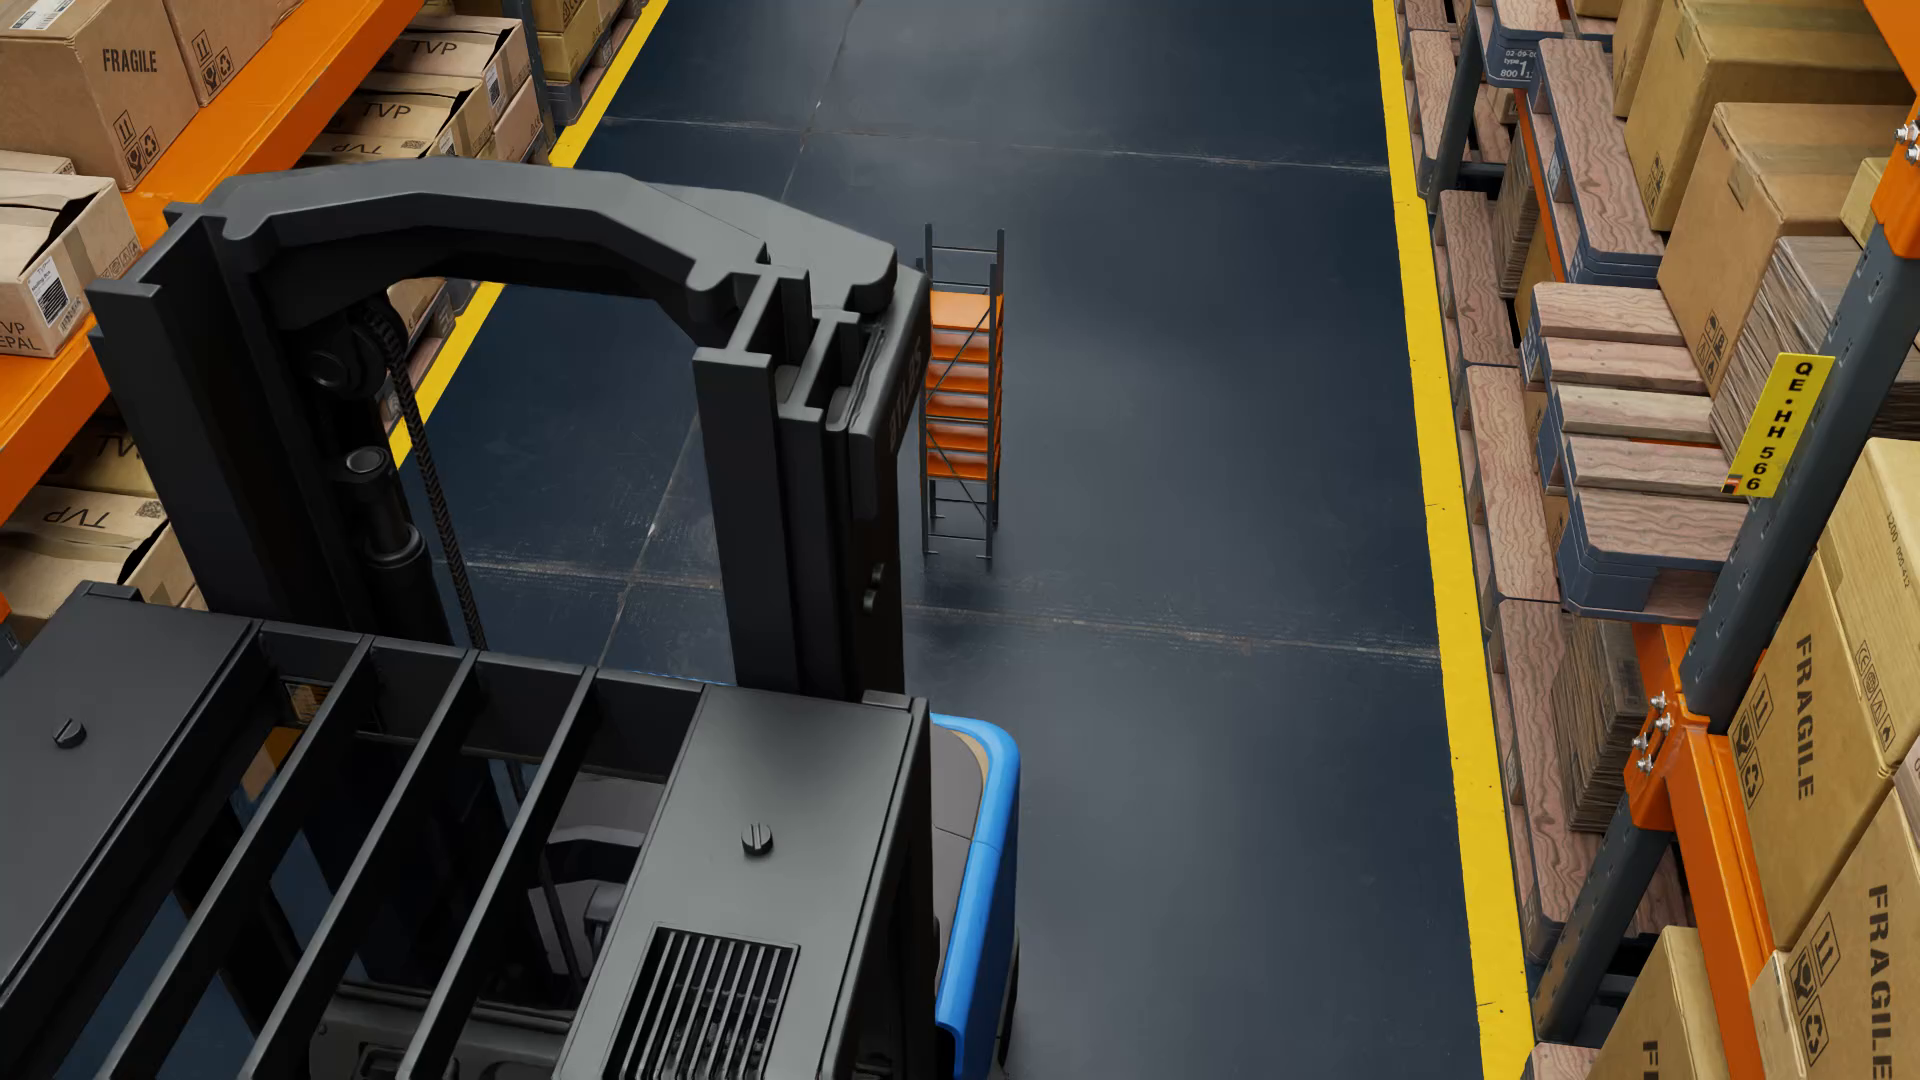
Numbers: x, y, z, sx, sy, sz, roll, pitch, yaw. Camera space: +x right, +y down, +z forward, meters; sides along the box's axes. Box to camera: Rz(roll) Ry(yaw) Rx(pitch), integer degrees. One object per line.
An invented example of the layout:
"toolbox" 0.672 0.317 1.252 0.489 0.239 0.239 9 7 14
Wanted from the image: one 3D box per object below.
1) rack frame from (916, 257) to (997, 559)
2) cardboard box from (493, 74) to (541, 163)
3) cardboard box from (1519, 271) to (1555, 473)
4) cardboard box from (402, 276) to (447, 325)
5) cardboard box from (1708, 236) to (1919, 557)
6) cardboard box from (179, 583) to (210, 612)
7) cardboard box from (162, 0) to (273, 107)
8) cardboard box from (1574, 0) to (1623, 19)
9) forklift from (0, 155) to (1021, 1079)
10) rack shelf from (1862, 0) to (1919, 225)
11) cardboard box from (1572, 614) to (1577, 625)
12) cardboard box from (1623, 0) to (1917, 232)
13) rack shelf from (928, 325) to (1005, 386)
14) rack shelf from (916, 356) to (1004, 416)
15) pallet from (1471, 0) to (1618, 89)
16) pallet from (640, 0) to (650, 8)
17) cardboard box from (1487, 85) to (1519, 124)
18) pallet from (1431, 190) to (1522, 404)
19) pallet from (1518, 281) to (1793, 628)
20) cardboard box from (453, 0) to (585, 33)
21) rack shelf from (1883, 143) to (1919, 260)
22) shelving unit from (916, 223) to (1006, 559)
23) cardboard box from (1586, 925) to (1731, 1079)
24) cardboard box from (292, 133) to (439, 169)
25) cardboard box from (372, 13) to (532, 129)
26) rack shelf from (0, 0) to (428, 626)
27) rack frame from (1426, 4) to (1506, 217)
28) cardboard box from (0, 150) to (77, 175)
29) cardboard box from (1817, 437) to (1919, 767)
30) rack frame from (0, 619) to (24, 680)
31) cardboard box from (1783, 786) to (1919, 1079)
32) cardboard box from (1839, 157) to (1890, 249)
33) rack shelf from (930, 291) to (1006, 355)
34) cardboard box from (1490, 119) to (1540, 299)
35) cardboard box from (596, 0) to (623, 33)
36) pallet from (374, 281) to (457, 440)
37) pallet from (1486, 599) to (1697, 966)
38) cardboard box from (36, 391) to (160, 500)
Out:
"rack frame" -0.010 -0.383 5.282 0.240 1.200 0.006 5 44 6
"cardboard box" -2.136 -1.786 7.149 0.500 0.250 0.500 5 44 5
"cardboard box" 2.335 -0.542 5.639 0.700 0.500 0.500 6 44 6
"cardboard box" -2.272 -1.093 6.417 0.500 0.250 0.500 6 44 6
"cardboard box" 2.065 -0.285 3.476 0.700 0.500 0.500 1 43 1
"cardboard box" -2.537 0.300 4.945 0.500 0.250 0.500 5 44 5
"cardboard box" -2.622 -1.755 5.349 0.500 0.500 0.500 5 44 6
"cardboard box" 2.360 -1.966 5.252 0.700 0.500 0.500 9 44 10
"forklift" -0.623 1.069 2.489 1.130 2.935 3.031 7 44 8
"rack shelf" 2.278 -1.959 3.978 1.077 0.370 4.000 5 44 6
"cardboard box" 2.240 0.144 4.914 0.700 0.500 0.500 5 44 5
"cardboard box" 2.208 -1.136 4.375 0.700 0.500 0.500 5 44 6
"rack shelf" 0.002 -0.588 5.213 0.258 0.103 0.180 5 44 6
"rack shelf" 0.002 -0.500 5.296 0.258 0.103 0.180 5 44 6
"pallet" 2.297 -1.916 5.732 1.003 0.211 1.213 5 44 6
"pallet" -2.063 -3.301 9.082 1.003 0.211 1.213 5 44 6
"cardboard box" 2.583 -1.992 7.413 0.380 0.166 0.250 0 43 0
"pallet" 2.441 -0.950 6.600 1.003 0.211 1.213 5 44 6
"pallet" 2.002 -0.193 3.912 1.213 0.211 1.003 5 44 6
"cardboard box" -1.997 -2.655 7.522 0.500 0.500 0.500 5 44 6
"rack shelf" 1.749 0.768 1.099 1.077 0.370 4.000 5 44 6
"shelving unit" 0.002 -0.446 5.348 0.258 1.200 0.189 5 44 6
"cardboard box" 1.786 1.350 3.401 0.750 0.750 0.750 5 44 5
"cardboard box" -2.269 -1.302 6.230 0.500 0.311 0.500 5 44 5
"cardboard box" -2.138 -1.997 6.964 0.500 0.311 0.500 5 44 6
"rack shelf" -2.633 -1.317 5.483 1.077 0.370 4.000 5 44 6
"rack frame" 2.542 -2.494 6.202 1.000 3.000 0.127 5 44 6
"cardboard box" -2.785 -0.998 4.805 0.380 0.149 0.250 8 44 9
"cardboard box" 1.694 0.114 2.599 0.500 0.250 0.500 6 44 7
"rack frame" -2.898 -0.215 3.796 1.000 3.000 0.127 5 44 6
"cardboard box" 1.617 0.745 2.478 0.500 0.500 0.500 7 44 7
"cardboard box" 2.057 -0.658 3.398 0.380 0.149 0.250 -1 43 -2
"rack shelf" 0.002 -0.675 5.131 0.258 0.103 0.180 5 44 6
"cardboard box" 2.461 -1.243 6.379 0.700 0.500 0.500 7 44 7
"cardboard box" -1.936 -2.724 8.140 0.500 0.250 0.500 5 44 6
"pallet" -2.586 -0.589 6.219 1.003 0.211 1.213 5 44 6
"pallet" 2.118 0.713 4.844 1.003 0.211 1.213 5 44 6
"cardboard box" -2.476 -0.262 5.132 0.500 0.311 0.500 4 44 4
